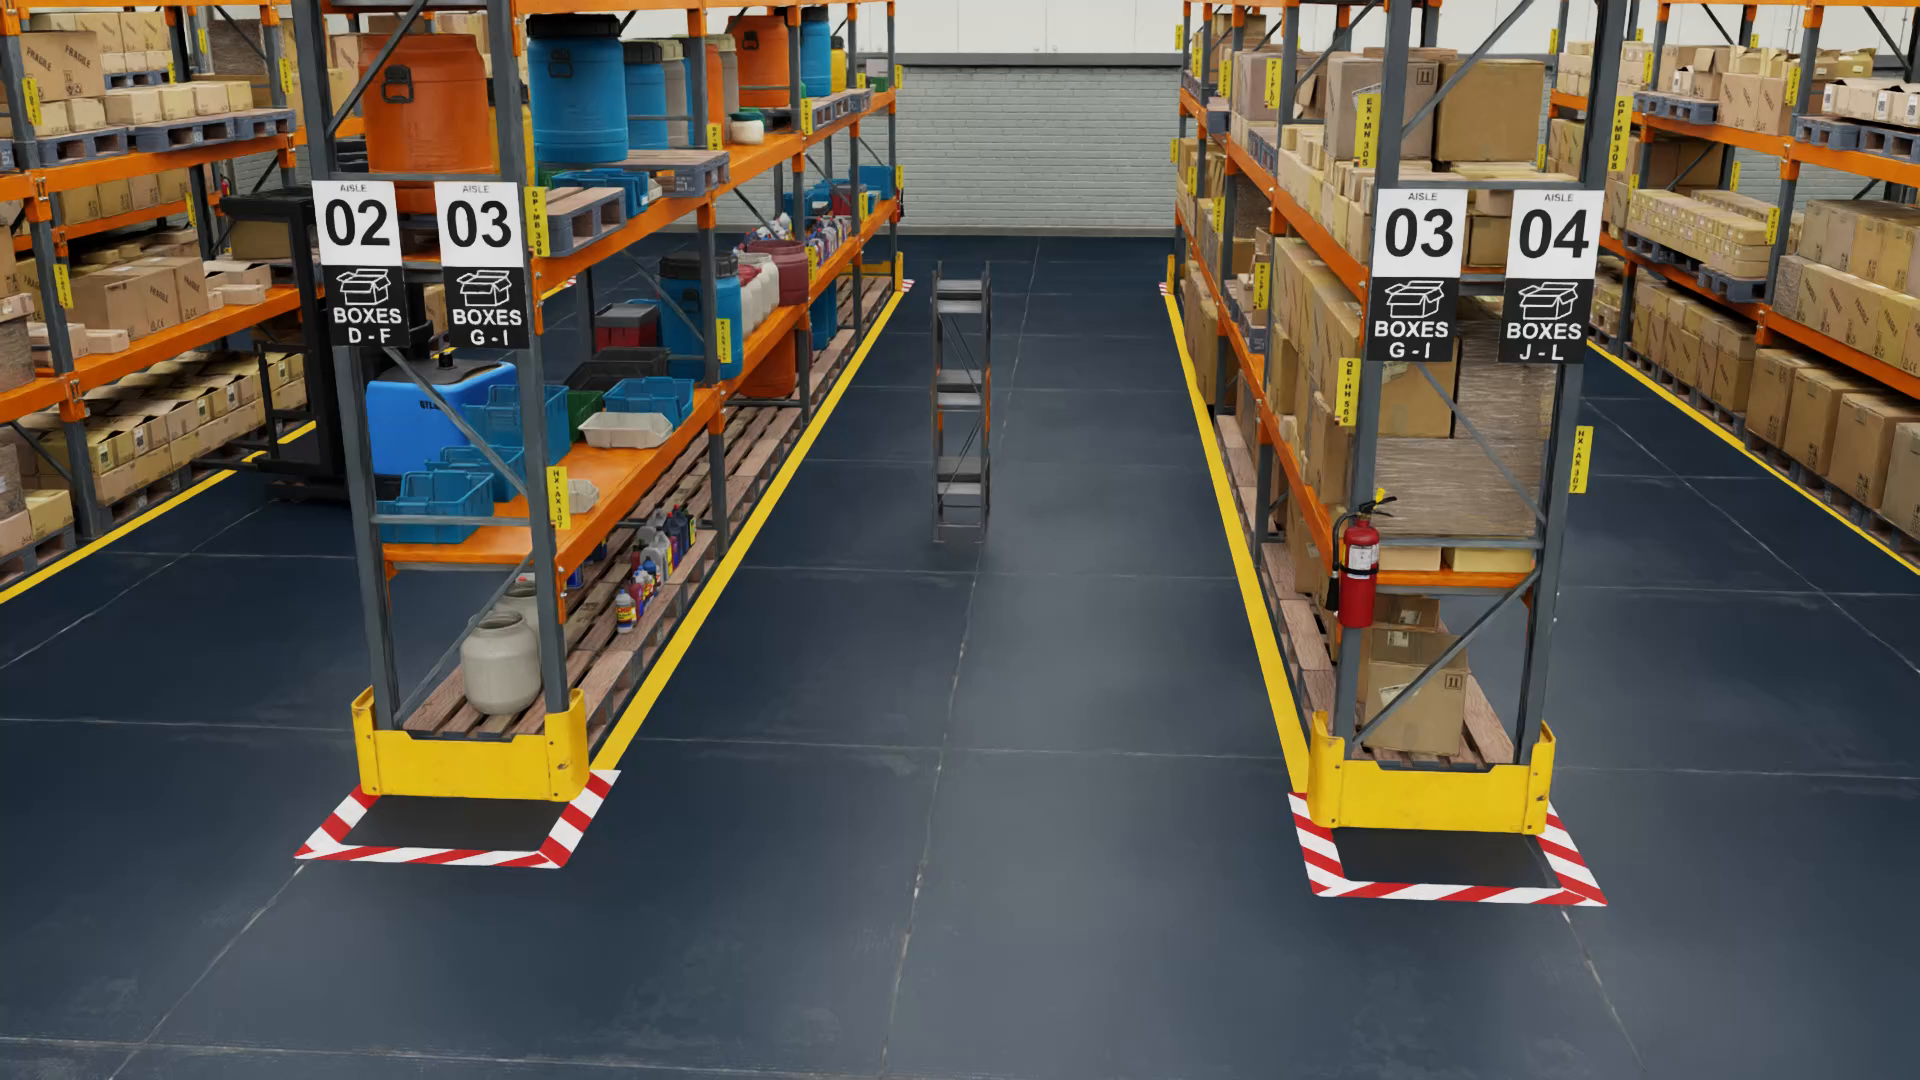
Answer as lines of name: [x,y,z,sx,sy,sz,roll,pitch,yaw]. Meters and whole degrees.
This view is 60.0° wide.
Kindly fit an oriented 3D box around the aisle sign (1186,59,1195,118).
aisle sign: [3.241,-6.215,22.897,0.394,0.787,0.004,1,18,4]

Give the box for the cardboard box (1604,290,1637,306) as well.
cardboard box: [7.933,-2.890,19.874,0.380,0.149,0.250,2,18,5]

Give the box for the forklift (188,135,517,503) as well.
forklift: [-5.307,-1.854,13.873,3.031,2.935,1.130,5,19,15]

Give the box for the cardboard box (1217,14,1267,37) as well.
cardboard box: [3.322,-6.076,19.633,0.500,0.250,0.500,0,18,0]

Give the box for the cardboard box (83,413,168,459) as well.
cardboard box: [-6.886,-0.883,13.642,0.500,0.311,0.500,1,18,3]

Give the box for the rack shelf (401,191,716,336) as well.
rack shelf: [-2.408,-1.796,9.926,1.077,0.370,4.000,1,18,4]

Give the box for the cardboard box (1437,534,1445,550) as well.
cardboard box: [2.684,-0.022,8.577,0.380,0.149,0.250,1,18,4]

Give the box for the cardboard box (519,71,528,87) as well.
cardboard box: [-6.166,-6.206,22.470,0.500,0.250,0.500,1,18,4]

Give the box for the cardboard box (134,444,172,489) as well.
cardboard box: [-6.891,-0.617,13.730,0.500,0.250,0.500,2,18,5]

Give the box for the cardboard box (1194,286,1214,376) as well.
cardboard box: [3.104,-2.146,17.393,1.225,0.875,0.875,1,18,4]

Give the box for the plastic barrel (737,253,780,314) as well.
plastic barrel: [-1.839,-2.305,14.961,0.421,0.512,0.421,0,18,0]

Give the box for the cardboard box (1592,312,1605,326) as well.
cardboard box: [7.933,-2.703,20.257,0.380,0.149,0.250,1,18,2]

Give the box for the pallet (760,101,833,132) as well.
pallet: [-1.826,-4.147,16.249,1.003,0.211,1.213,1,18,4]

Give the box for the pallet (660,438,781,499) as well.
pallet: [-2.163,-0.634,14.518,1.003,0.211,1.213,1,18,4]

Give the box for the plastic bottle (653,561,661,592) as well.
plastic bottle: [-2.057,0.241,11.158,0.097,0.201,0.097,0,18,0]

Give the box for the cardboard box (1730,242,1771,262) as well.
cardboard box: [7.483,-2.709,15.624,0.380,0.149,0.250,2,18,5]

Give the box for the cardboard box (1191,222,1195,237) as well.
cardboard box: [2.944,-3.691,19.773,0.380,0.149,0.250,1,18,4]

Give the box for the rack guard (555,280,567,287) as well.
rack guard: [-6.351,-3.961,24.209,1.175,0.500,0.348,1,18,4]

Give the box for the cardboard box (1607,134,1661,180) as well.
cardboard box: [7.984,-4.543,19.725,0.500,0.500,0.500,1,18,2]

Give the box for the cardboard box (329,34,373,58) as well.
cardboard box: [-6.767,-5.287,18.430,0.600,0.600,0.600,1,18,3]

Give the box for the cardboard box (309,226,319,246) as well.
cardboard box: [-6.730,-3.413,17.687,0.700,0.500,0.500,5,19,14]

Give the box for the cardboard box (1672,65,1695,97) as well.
cardboard box: [7.916,-4.880,17.650,0.500,0.311,0.500,1,18,3]

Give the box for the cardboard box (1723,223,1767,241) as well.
cardboard box: [7.500,-2.927,15.812,0.380,0.149,0.250,1,18,3]

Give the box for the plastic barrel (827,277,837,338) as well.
plastic barrel: [-1.748,-2.852,19.506,0.600,0.901,0.708,1,18,4]

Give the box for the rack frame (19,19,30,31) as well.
rack frame: [-11.573,-6.891,19.500,1.000,3.000,0.127,1,18,4]

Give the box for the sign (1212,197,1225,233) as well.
sign: [2.408,-3.027,15.485,0.100,0.325,0.005,1,18,4]

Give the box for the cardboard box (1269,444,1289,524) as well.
cardboard box: [2.741,-0.435,12.741,0.700,0.500,0.500,0,18,0]

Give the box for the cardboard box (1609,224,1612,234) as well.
cardboard box: [7.964,-3.705,19.815,0.380,0.149,0.250,2,18,6]

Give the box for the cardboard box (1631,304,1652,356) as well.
cardboard box: [7.871,-2.354,18.630,0.500,0.500,0.500,2,18,6]

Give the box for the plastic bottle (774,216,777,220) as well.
plastic bottle: [-2.153,-3.617,19.333,0.061,0.283,0.133,1,18,4]

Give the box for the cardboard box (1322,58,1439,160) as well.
cardboard box: [2.247,-2.320,8.928,0.500,0.500,0.500,1,18,4]

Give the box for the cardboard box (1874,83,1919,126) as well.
cardboard box: [7.558,-3.419,13.030,0.500,0.311,0.500,1,18,3]

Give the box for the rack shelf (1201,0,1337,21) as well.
rack shelf: [3.105,-5.406,16.767,1.077,0.370,4.000,1,18,4]

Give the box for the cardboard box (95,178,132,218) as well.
cardboard box: [-11.460,-4.577,21.592,0.980,0.700,0.700,1,18,3]

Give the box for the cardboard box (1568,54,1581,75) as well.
cardboard box: [8.148,-6.107,21.365,0.500,0.250,0.500,1,18,3]

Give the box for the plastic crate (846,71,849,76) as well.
plastic crate: [-1.710,-6.311,22.758,0.497,0.269,0.590,1,18,4]

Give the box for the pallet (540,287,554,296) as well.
pallet: [-6.407,-3.576,23.498,1.003,0.211,1.213,1,18,4]

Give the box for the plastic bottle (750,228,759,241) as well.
plastic bottle: [-2.217,-3.190,17.921,0.144,0.351,0.185,1,18,4]

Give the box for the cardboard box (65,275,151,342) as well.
cardboard box: [-7.096,-1.895,13.728,0.500,0.500,0.500,3,18,8]

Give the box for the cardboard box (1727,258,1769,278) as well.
cardboard box: [7.479,-2.567,15.670,0.380,0.149,0.250,2,18,5]

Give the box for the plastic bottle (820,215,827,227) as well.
plastic bottle: [-1.575,-3.506,18.884,0.144,0.351,0.185,1,18,4]

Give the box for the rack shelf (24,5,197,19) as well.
rack shelf: [-11.430,-6.980,21.570,1.077,0.370,4.000,1,18,4]

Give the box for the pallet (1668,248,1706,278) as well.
pallet: [8.003,-2.848,17.106,1.003,0.211,1.213,1,18,4]

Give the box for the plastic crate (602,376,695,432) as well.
plastic crate: [-2.074,-0.914,11.133,0.499,0.251,0.616,1,18,4]

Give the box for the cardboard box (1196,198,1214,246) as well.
cardboard box: [2.966,-3.618,18.988,0.500,0.500,0.500,1,18,4]

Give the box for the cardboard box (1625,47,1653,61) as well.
cardboard box: [7.923,-5.610,19.206,0.380,0.149,0.250,1,18,4]

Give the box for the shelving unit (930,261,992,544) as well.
shelving unit: [0.012,-1.049,12.753,0.431,2.100,0.503,1,18,4]

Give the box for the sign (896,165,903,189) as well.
sign: [-0.855,-5.131,23.503,0.100,0.325,0.005,1,18,4]

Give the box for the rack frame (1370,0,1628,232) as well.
rack frame: [2.388,-2.832,7.114,1.000,3.000,0.127,1,18,4]

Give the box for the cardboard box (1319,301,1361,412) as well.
cardboard box: [2.211,-0.977,8.843,0.500,0.500,0.500,1,18,4]

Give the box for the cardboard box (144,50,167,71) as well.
cardboard box: [-11.110,-6.488,22.496,0.500,0.250,0.500,1,18,2]

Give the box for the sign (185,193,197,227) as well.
sign: [-7.461,-3.210,16.169,0.100,0.325,0.005,1,18,4]

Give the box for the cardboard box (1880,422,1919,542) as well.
cardboard box: [7.570,-0.407,12.285,1.050,0.750,0.750,1,18,4]

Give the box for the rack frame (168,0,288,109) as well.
rack frame: [-6.919,-5.539,15.375,1.000,3.000,0.127,1,18,4]

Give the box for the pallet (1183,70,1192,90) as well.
pallet: [3.493,-6.103,22.056,1.003,0.211,1.213,1,18,4]

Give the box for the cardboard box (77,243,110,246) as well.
cardboard box: [-11.553,-3.873,22.224,0.380,0.149,0.250,1,18,4]

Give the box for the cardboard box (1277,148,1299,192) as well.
cardboard box: [2.387,-2.444,10.987,0.500,0.250,0.500,1,18,2]
